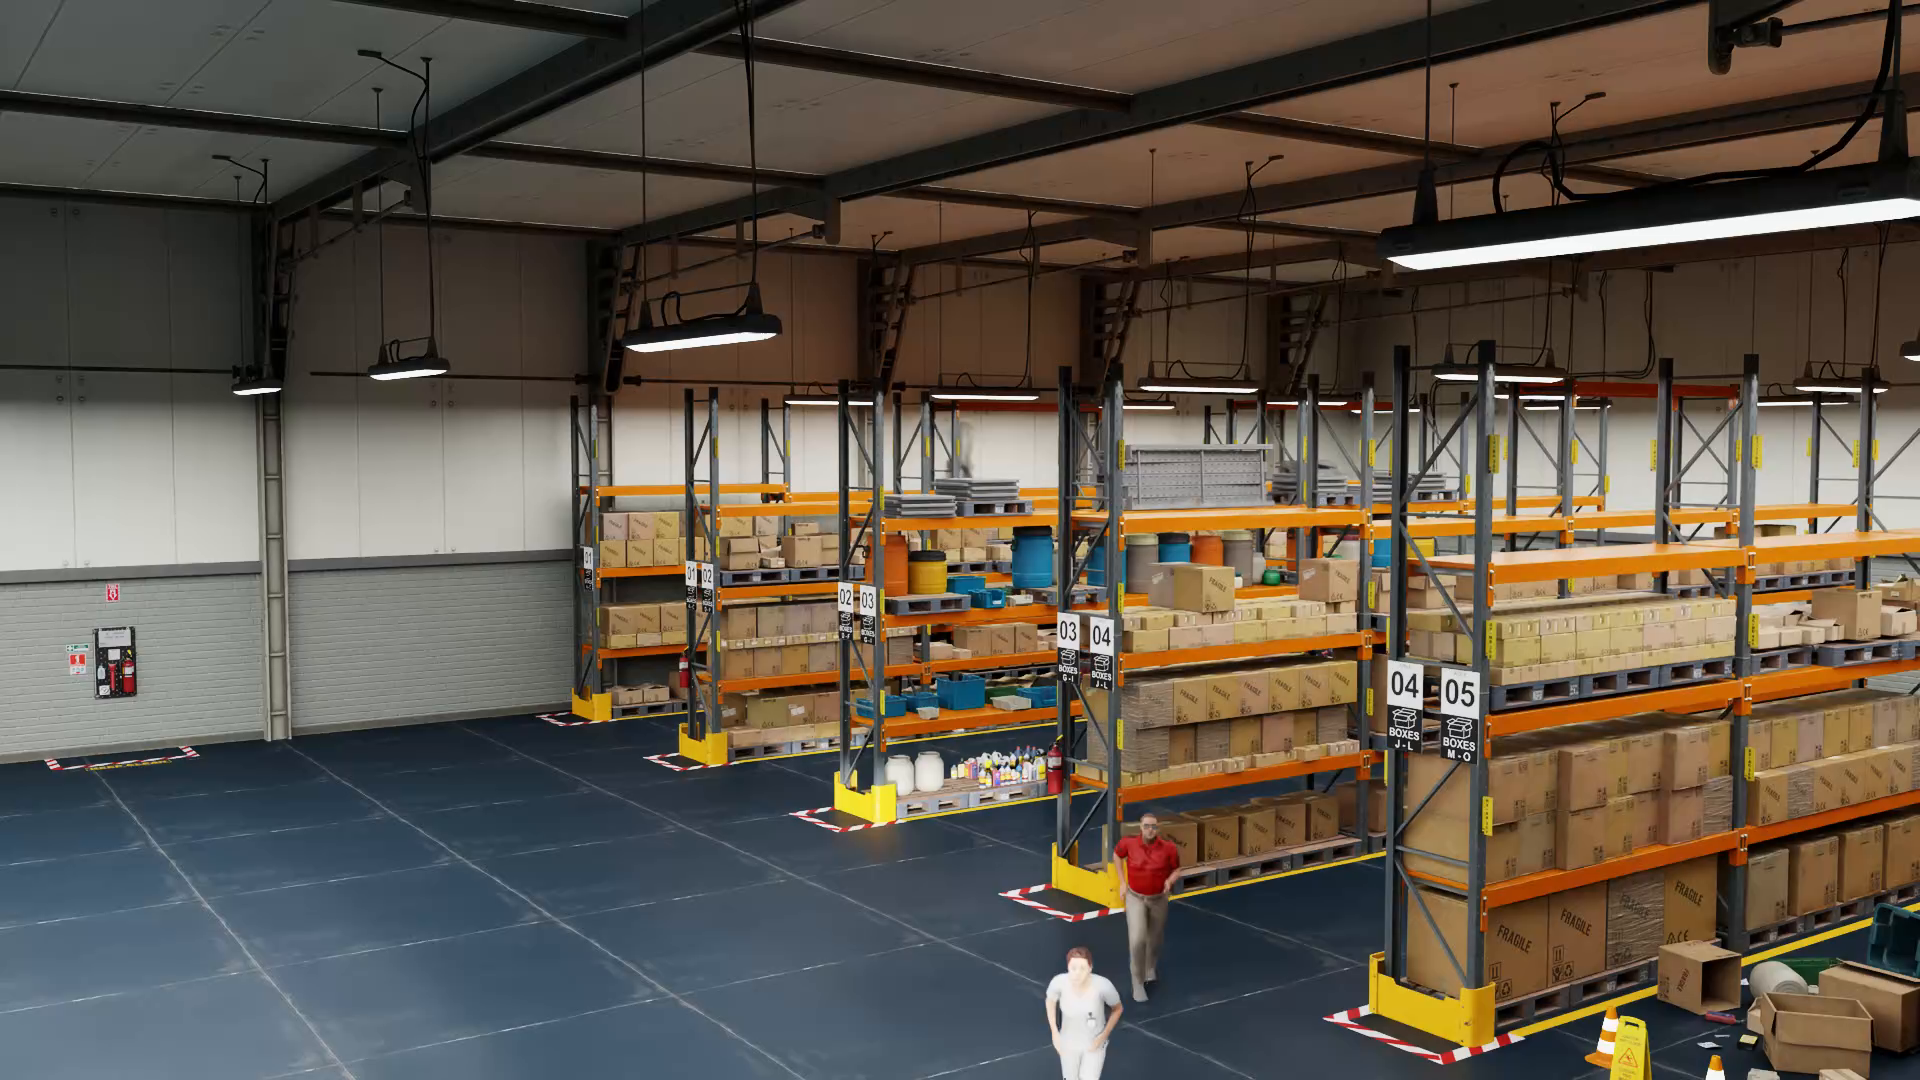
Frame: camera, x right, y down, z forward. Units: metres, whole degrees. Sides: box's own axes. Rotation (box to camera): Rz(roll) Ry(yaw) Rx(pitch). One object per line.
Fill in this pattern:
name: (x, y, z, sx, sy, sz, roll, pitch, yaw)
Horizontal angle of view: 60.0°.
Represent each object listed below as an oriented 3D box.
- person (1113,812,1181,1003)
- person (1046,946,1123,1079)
person: (1.748, 3.407, 15.473, 0.592, 1.786, 0.875, 0, 3, -4)
person: (0.905, 3.661, 12.055, 0.561, 1.612, 0.812, 0, 3, 8)
